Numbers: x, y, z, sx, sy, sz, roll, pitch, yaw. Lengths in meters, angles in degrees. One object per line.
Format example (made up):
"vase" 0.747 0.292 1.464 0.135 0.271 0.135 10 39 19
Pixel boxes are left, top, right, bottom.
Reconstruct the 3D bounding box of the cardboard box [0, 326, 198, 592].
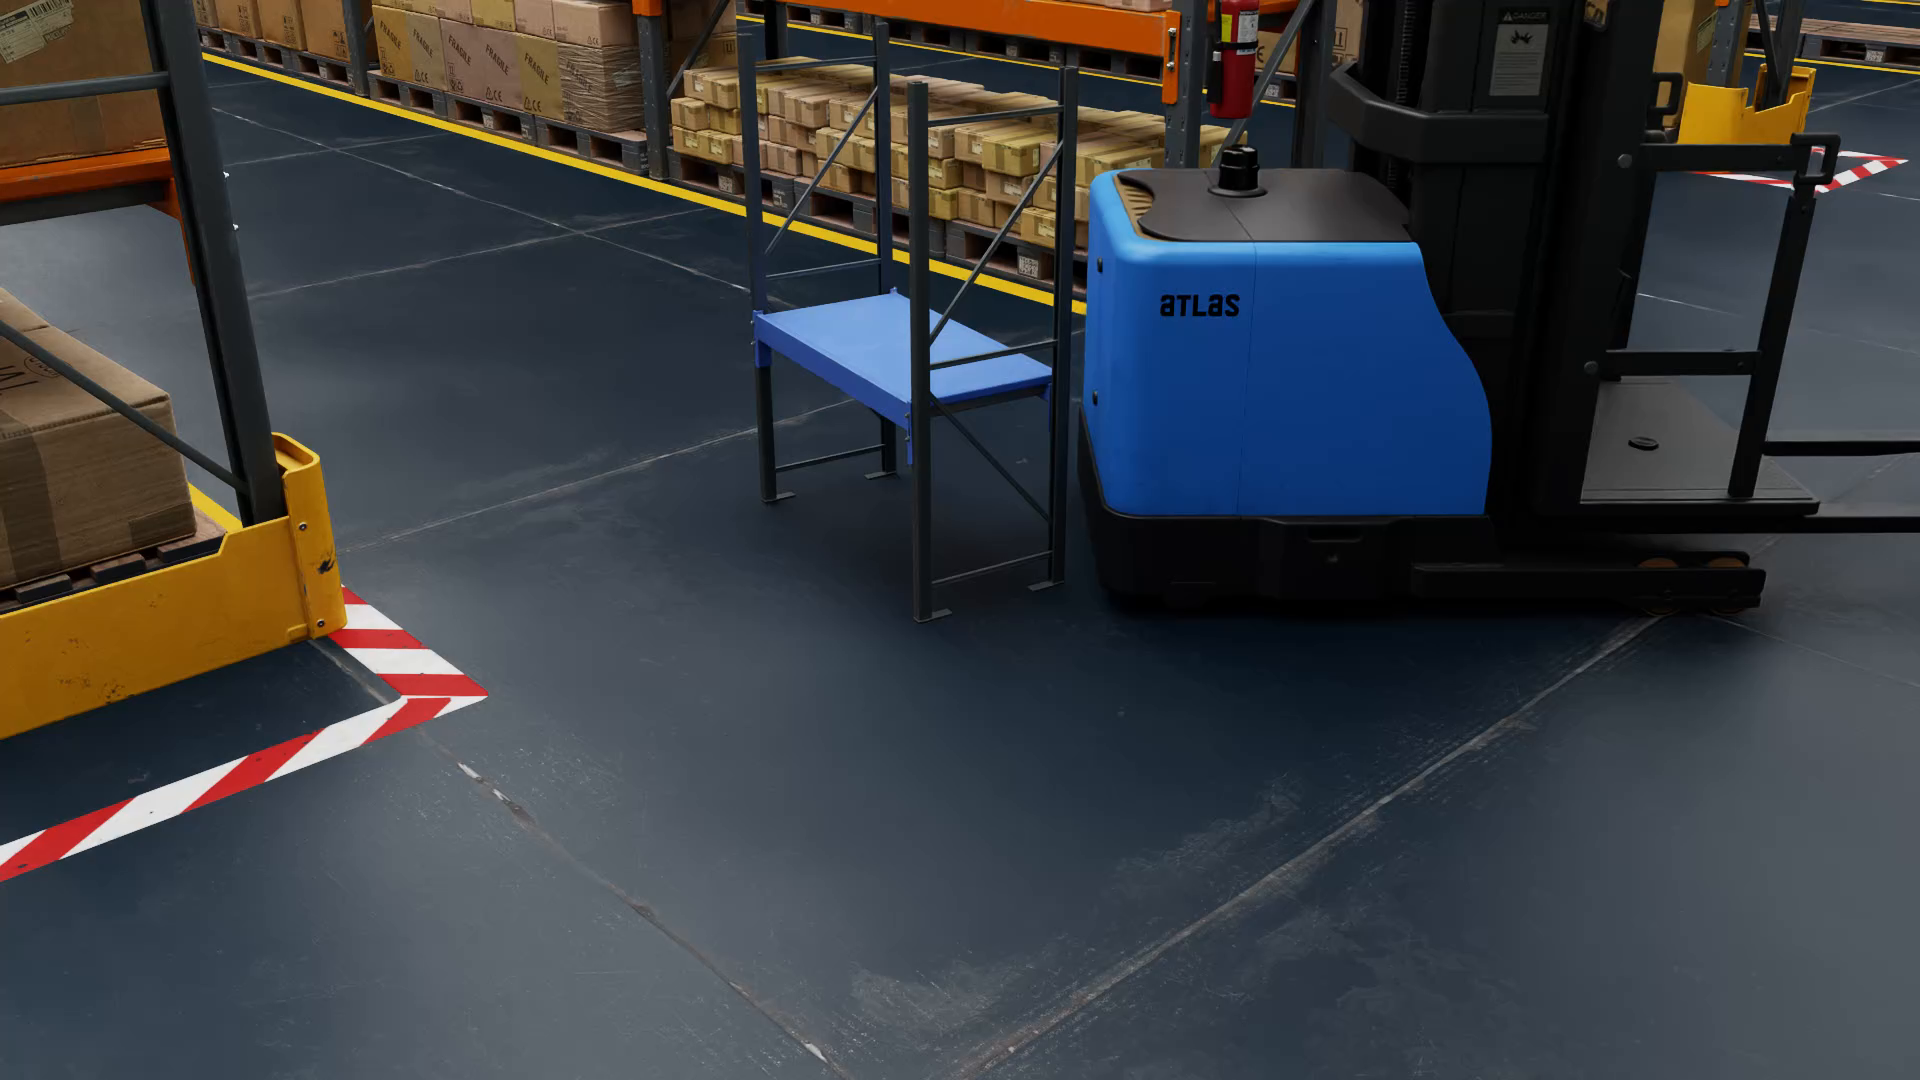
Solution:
"cardboard box" -2.799 -0.212 4.682 0.875 0.438 0.875 22 33 40

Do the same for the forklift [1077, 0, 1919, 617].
"forklift" 1.914 -1.334 4.643 3.031 2.935 1.130 0 25 -1

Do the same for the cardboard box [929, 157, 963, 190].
"cardboard box" -0.020 -1.869 8.303 0.380 0.149 0.250 -21 32 -38

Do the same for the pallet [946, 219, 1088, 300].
"pallet" 0.688 -1.461 8.198 1.003 0.211 1.213 -21 32 -38

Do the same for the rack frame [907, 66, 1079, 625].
"rack frame" 0.090 -0.502 4.543 0.500 1.500 0.032 -14 28 -28

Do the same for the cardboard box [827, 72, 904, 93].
"cardboard box" -0.532 -2.553 9.443 0.380 0.149 0.250 -20 31 -37

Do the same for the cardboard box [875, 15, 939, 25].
"cardboard box" -0.053 -5.260 15.220 0.875 0.875 1.225 22 32 39

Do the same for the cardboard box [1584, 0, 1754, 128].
"cardboard box" 4.463 -3.222 10.753 0.875 0.875 0.875 -21 32 -38

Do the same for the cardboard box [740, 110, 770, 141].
"cardboard box" -1.020 -2.376 9.415 0.380 0.149 0.250 -21 32 -39

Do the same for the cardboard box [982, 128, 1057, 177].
"cardboard box" 0.323 -1.838 7.878 0.380 0.149 0.250 -22 33 -40

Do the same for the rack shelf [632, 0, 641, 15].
"rack shelf" -2.832 -3.941 11.141 1.077 0.370 4.000 -21 32 -38

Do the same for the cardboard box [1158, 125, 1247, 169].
"cardboard box" 1.159 -1.870 7.947 0.250 0.149 0.380 22 32 39

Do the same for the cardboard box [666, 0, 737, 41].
"cardboard box" -1.777 -3.356 10.594 0.500 0.250 0.500 22 33 39

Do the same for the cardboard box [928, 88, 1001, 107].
"cardboard box" 0.003 -2.312 8.916 0.380 0.149 0.250 -21 32 -38

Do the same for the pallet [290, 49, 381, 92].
"pallet" -4.683 -3.866 13.469 1.003 0.211 1.213 -21 32 -38

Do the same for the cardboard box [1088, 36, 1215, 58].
"cardboard box" 1.773 -4.451 13.447 1.225 0.875 0.875 -21 32 -38

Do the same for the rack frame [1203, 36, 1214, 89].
"rack frame" 2.225 -5.039 12.681 1.000 3.000 0.127 -21 32 -38

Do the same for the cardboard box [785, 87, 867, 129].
"cardboard box" -0.718 -2.328 8.951 0.380 0.149 0.250 -20 31 -37

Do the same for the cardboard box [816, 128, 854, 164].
"cardboard box" -0.540 -2.109 8.829 0.380 0.149 0.250 -22 32 -39

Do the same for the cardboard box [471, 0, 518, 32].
"cardboard box" -2.872 -3.527 10.969 0.500 0.250 0.500 22 33 39

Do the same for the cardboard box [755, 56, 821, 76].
"cardboard box" -1.032 -2.793 9.970 0.380 0.149 0.250 -20 31 -37

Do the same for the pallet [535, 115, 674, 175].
"pallet" -1.998 -2.629 10.758 1.003 0.211 1.213 -21 32 -38

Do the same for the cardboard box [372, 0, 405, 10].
"cardboard box" -3.904 -3.991 11.987 0.500 0.250 0.500 22 32 39

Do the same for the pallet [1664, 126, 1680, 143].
"pallet" 4.355 -2.778 11.085 1.003 0.211 1.213 -21 32 -38

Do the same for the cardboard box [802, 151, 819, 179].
"cardboard box" -0.642 -2.079 9.122 0.250 0.149 0.380 22 33 40

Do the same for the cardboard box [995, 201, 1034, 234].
"cardboard box" 0.390 -1.598 8.068 0.380 0.149 0.250 -21 32 -39

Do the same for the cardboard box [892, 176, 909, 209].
"cardboard box" -0.181 -1.817 8.549 0.380 0.149 0.250 -20 32 -37

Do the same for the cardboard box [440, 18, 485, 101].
"cardboard box" -3.201 -3.336 11.453 0.500 0.500 0.500 -22 33 -40

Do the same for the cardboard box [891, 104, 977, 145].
"cardboard box" -0.132 -2.112 8.477 0.250 0.149 0.380 23 33 40

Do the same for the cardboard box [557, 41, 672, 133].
"cardboard box" -2.155 -2.869 10.430 0.500 0.500 0.500 -22 32 -39

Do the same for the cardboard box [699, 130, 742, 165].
"cardboard box" -1.269 -2.274 9.550 0.380 0.149 0.250 -20 31 -37

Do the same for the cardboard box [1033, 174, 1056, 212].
"cardboard box" 0.561 -1.653 7.830 0.380 0.149 0.250 -22 33 -40

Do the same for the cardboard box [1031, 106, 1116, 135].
"cardboard box" 0.574 -2.084 8.416 0.250 0.149 0.380 22 32 39

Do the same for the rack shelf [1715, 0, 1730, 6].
"rack shelf" 3.592 -4.105 11.502 1.077 0.370 4.000 -21 32 -38

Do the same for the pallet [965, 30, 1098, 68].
"pallet" 0.804 -4.352 14.535 1.003 0.211 1.213 -21 32 -38

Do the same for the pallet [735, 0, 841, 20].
"pallet" -1.872 -5.588 17.246 1.003 0.211 1.213 -21 32 -38

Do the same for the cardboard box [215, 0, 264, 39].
"cardboard box" -5.787 -4.797 14.357 1.050 0.750 0.750 -21 32 -38

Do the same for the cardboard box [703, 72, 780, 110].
"cardboard box" -1.236 -2.563 9.467 0.380 0.149 0.250 -19 31 -36

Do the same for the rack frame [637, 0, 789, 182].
"rack frame" -1.465 -3.662 9.663 1.000 3.000 0.127 -21 32 -38

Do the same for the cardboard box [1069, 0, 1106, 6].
"cardboard box" 0.697 -2.441 7.288 0.380 0.149 0.250 -21 32 -39

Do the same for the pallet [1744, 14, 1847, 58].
"pallet" 7.209 -4.593 15.065 1.003 0.211 1.213 -21 32 -38

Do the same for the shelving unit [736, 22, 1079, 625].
"shelving unit" -0.175 -0.682 4.938 0.538 1.500 1.048 -14 28 -28
